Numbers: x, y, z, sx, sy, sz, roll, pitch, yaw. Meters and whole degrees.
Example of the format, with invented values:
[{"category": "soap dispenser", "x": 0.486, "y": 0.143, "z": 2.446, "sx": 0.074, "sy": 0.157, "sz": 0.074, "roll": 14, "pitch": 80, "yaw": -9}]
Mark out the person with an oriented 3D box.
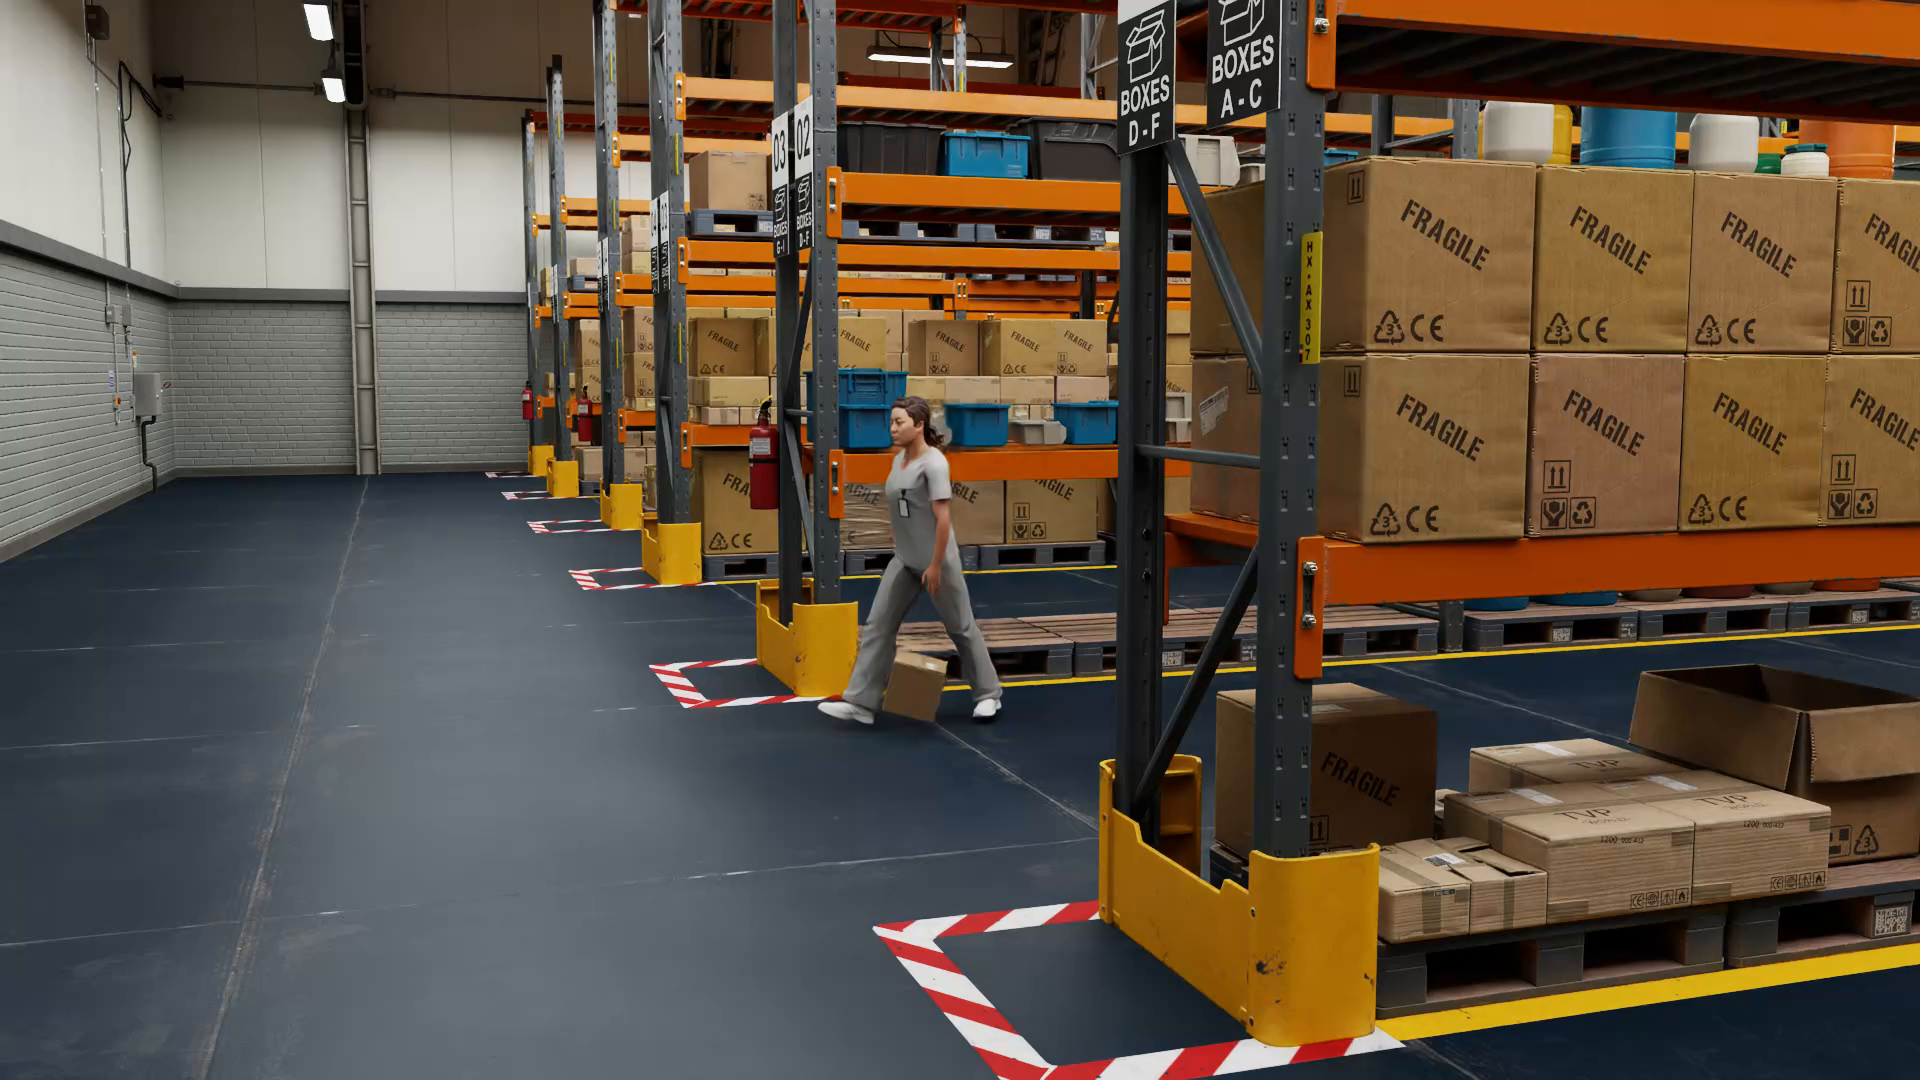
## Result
[{"category": "person", "x": -0.200, "y": 0.103, "z": 8.181, "sx": 0.946, "sy": 1.622, "sz": 0.483, "roll": -4, "pitch": 7, "yaw": -37}]
